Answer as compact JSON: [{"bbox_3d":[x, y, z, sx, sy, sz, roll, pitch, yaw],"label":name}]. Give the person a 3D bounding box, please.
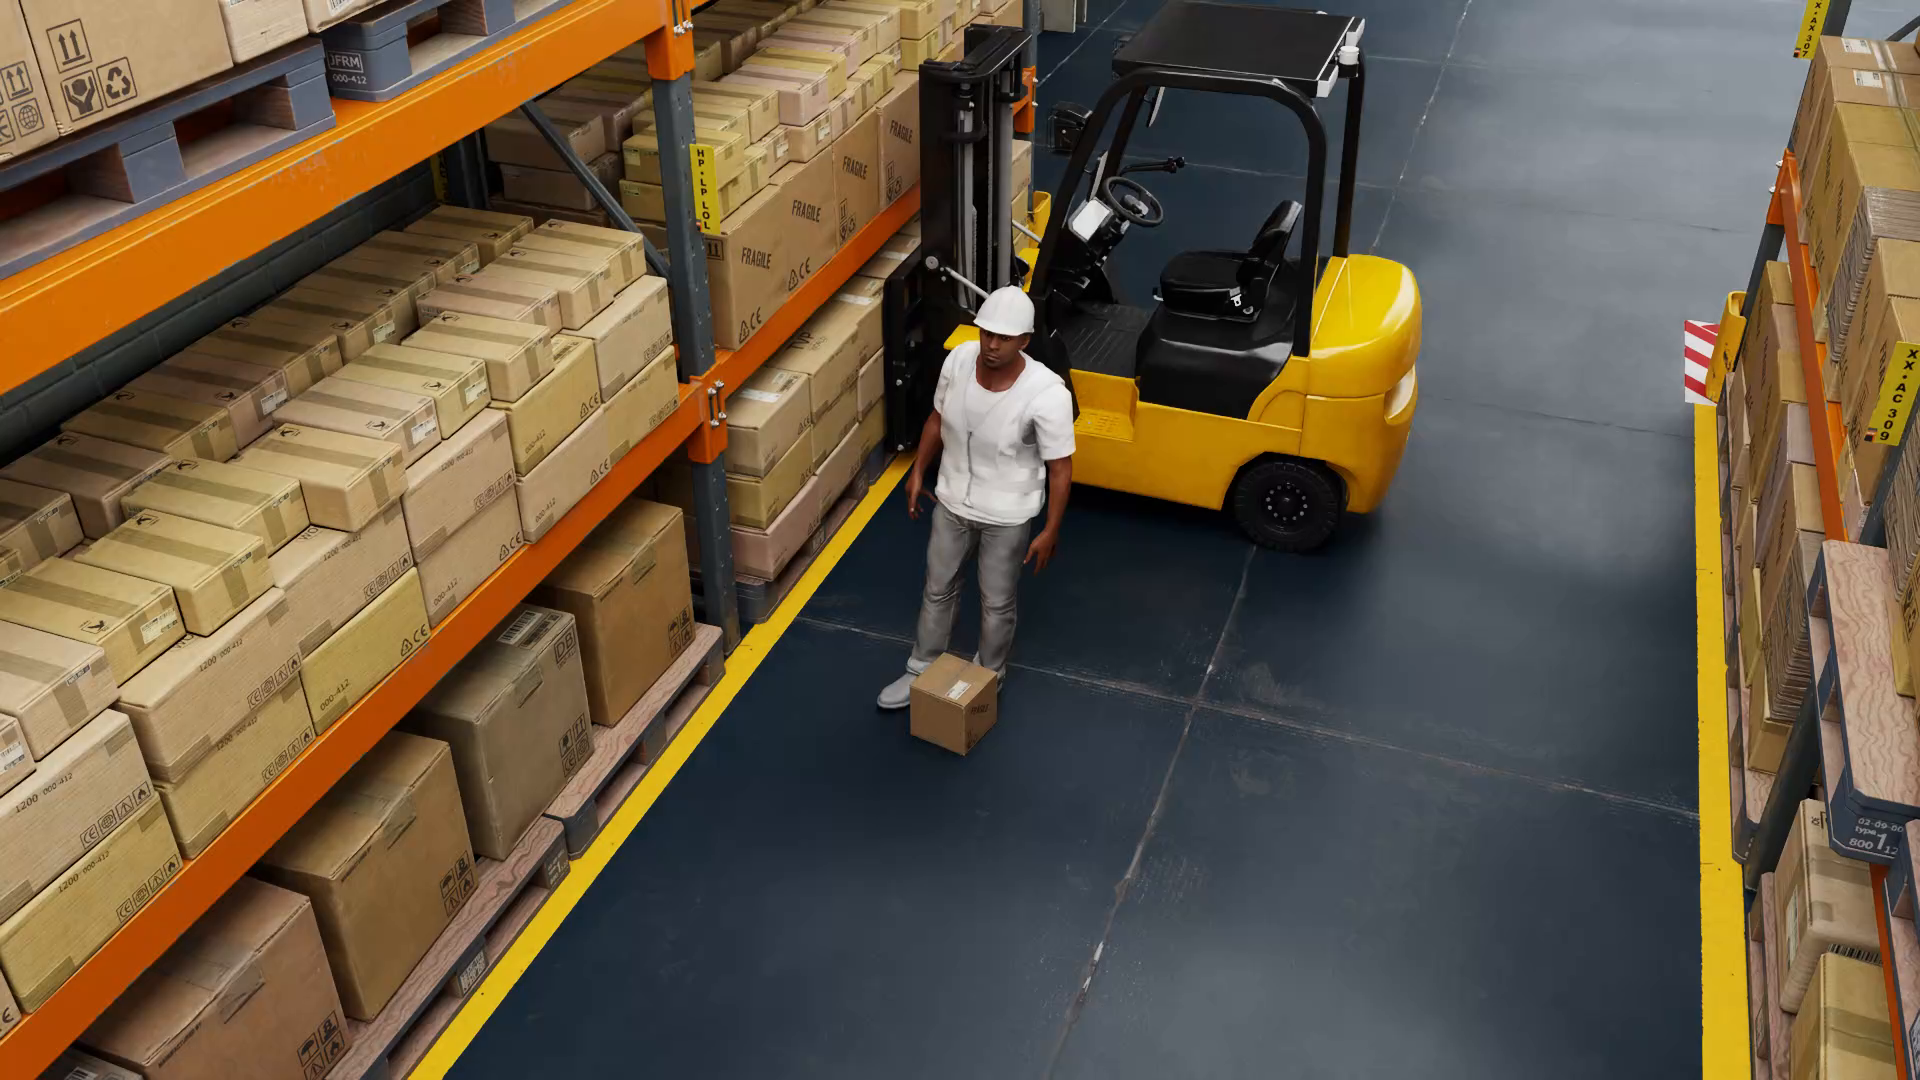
[{"bbox_3d":[0.060,-0.101,6.256,0.665,1.765,0.577,20,38,27],"label":"person"}]
